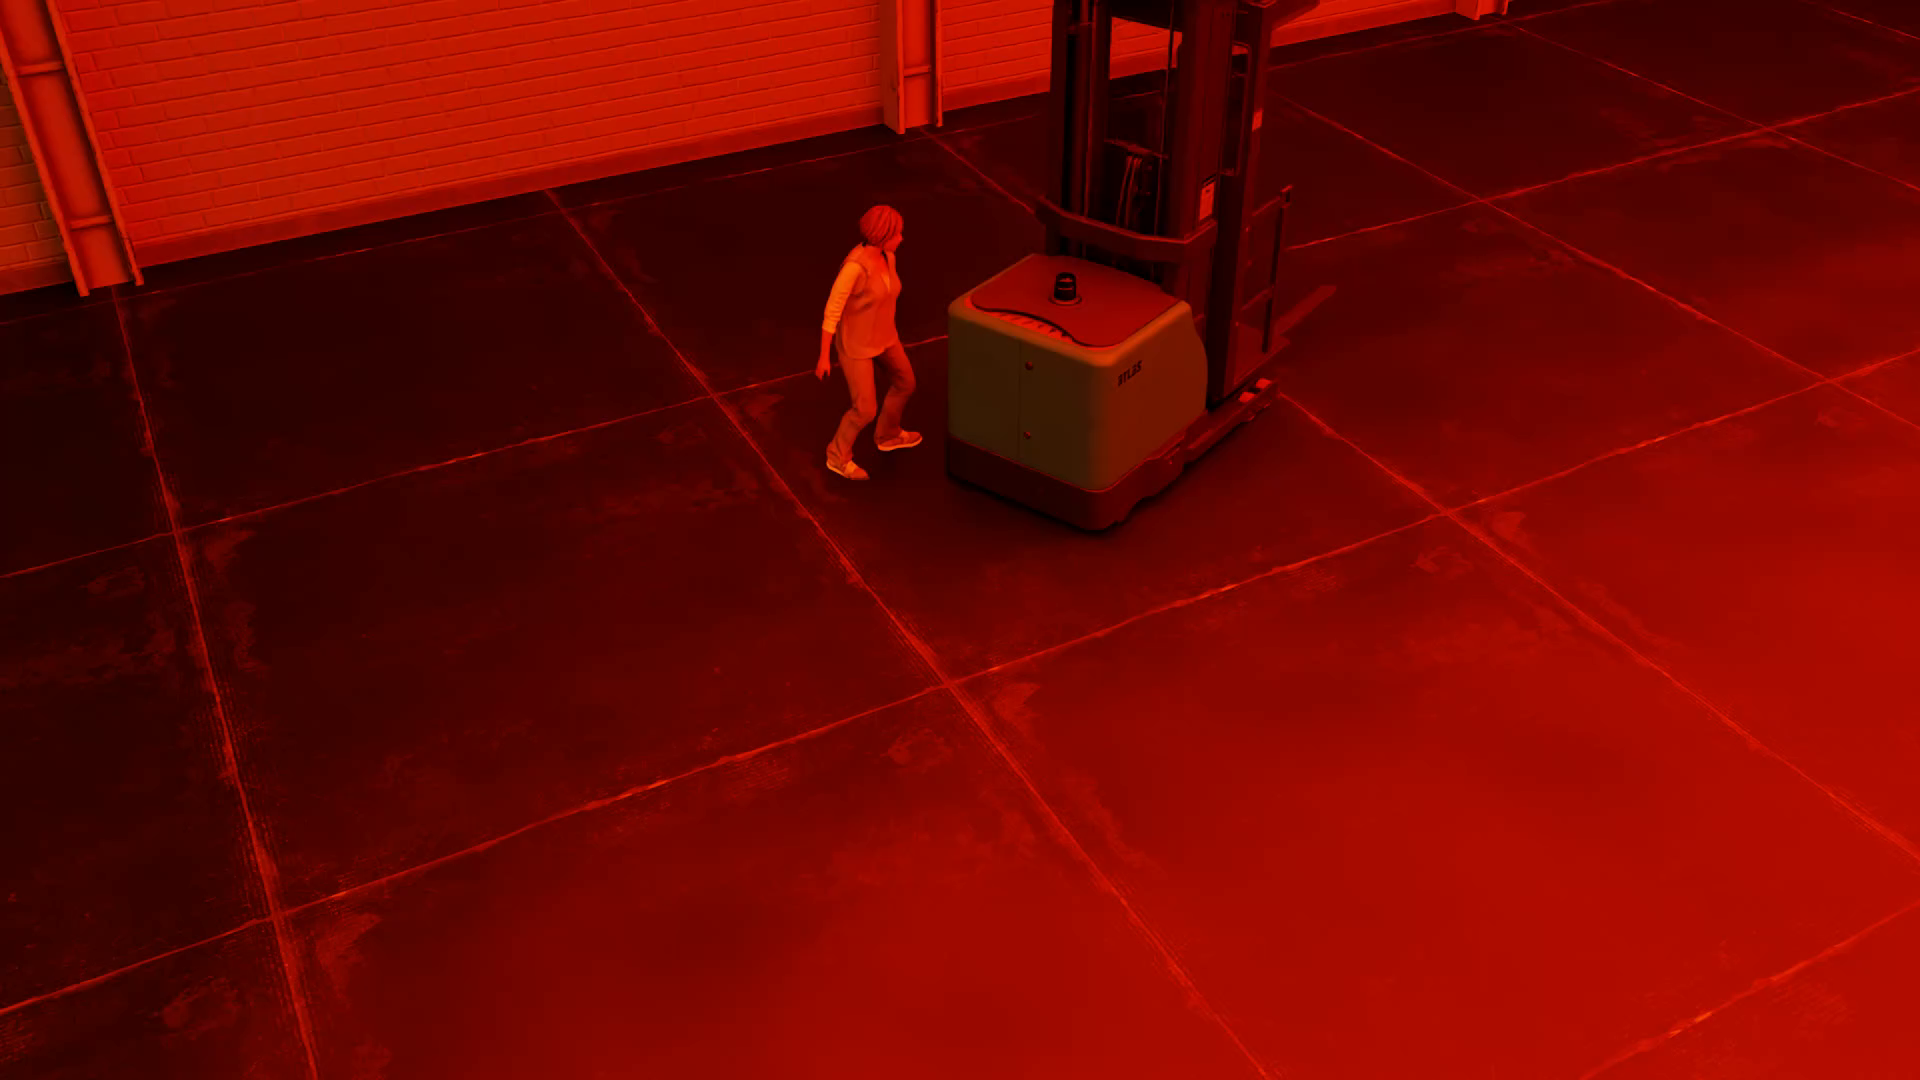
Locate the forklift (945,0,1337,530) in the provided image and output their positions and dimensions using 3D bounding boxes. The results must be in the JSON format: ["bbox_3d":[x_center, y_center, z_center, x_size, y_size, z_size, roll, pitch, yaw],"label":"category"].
[{"bbox_3d":[1.211,-2.042,9.011,1.130,2.935,3.031,24,42,30],"label":"forklift"}]

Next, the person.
[{"bbox_3d":[-0.498,-1.037,8.812,0.405,1.564,0.742,20,40,26],"label":"person"}]
